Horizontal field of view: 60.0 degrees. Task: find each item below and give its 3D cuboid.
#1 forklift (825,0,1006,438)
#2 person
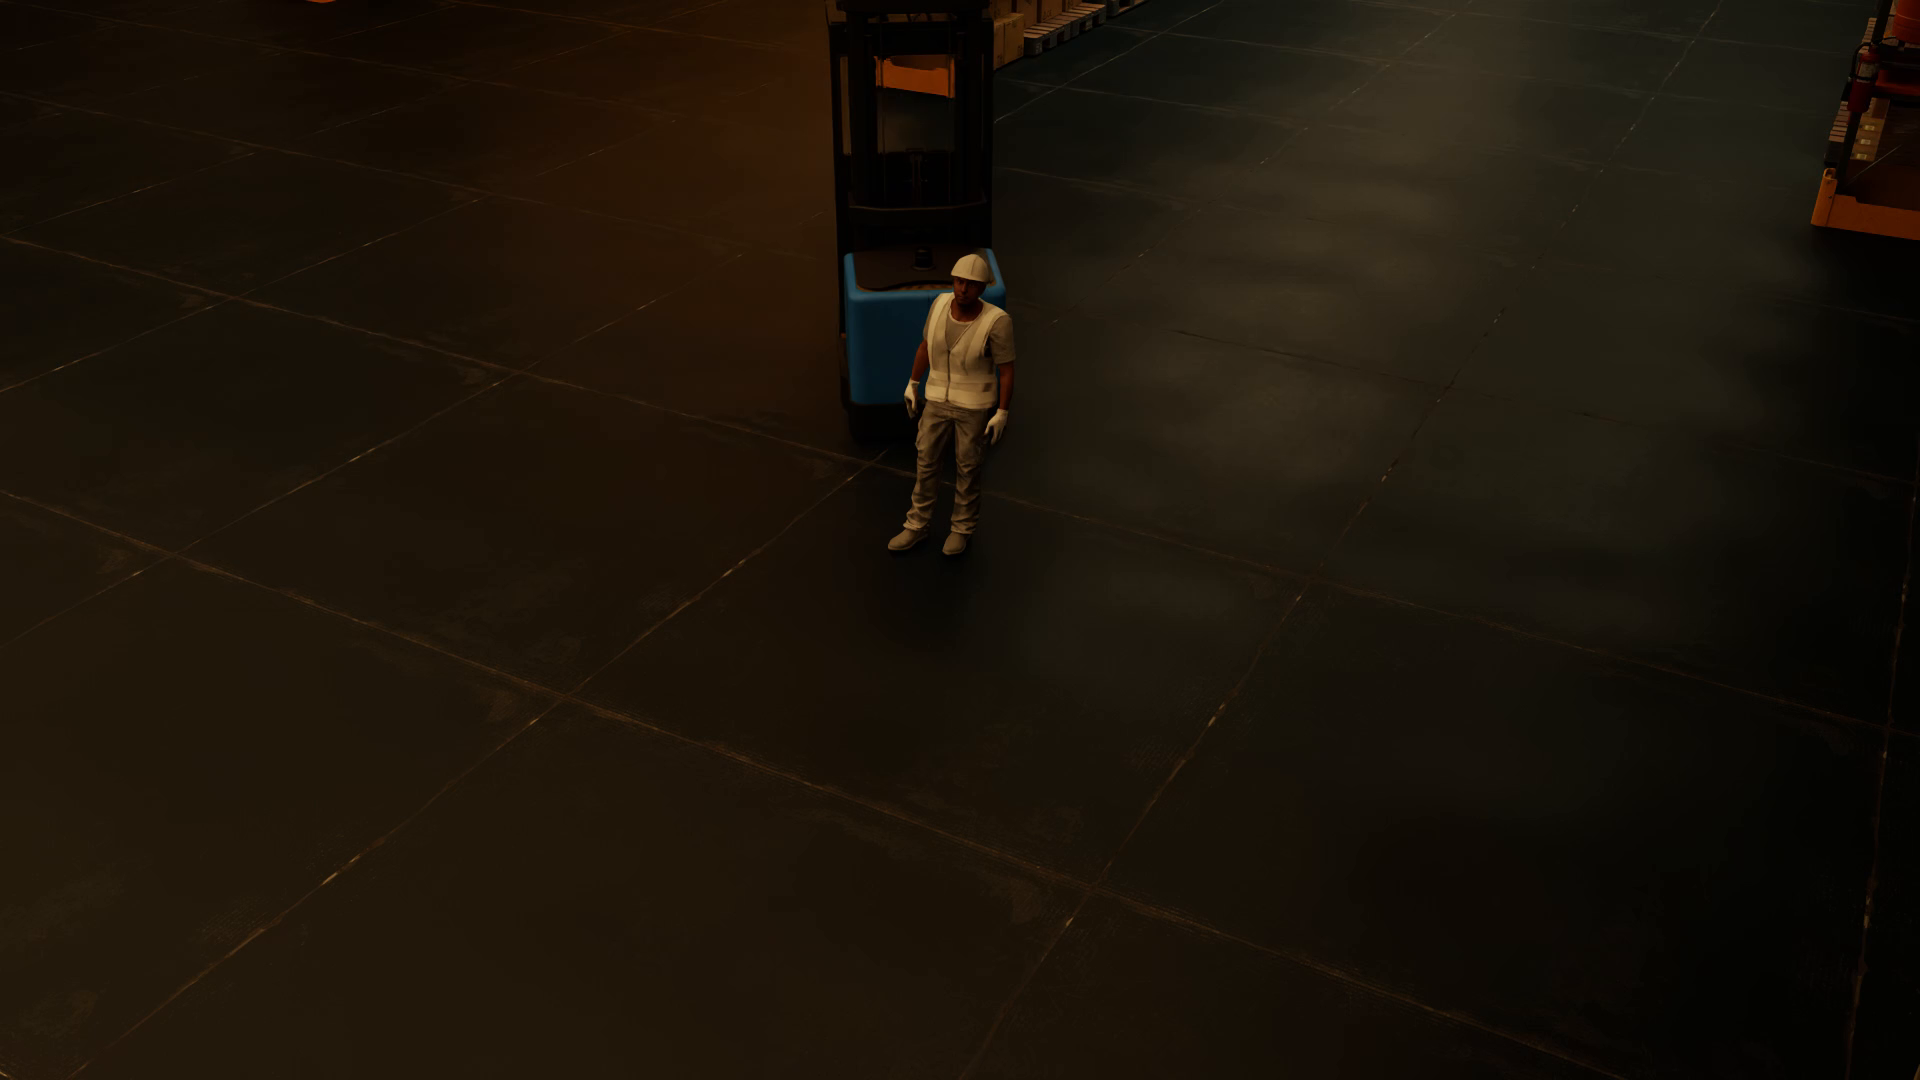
[{"bbox_3d":[-0.347,-2.658,11.675,1.130,2.935,3.031,-3,30,-5],"label":"forklift"},{"bbox_3d":[-0.042,-0.748,9.502,0.656,1.784,0.575,15,33,25],"label":"person"}]
